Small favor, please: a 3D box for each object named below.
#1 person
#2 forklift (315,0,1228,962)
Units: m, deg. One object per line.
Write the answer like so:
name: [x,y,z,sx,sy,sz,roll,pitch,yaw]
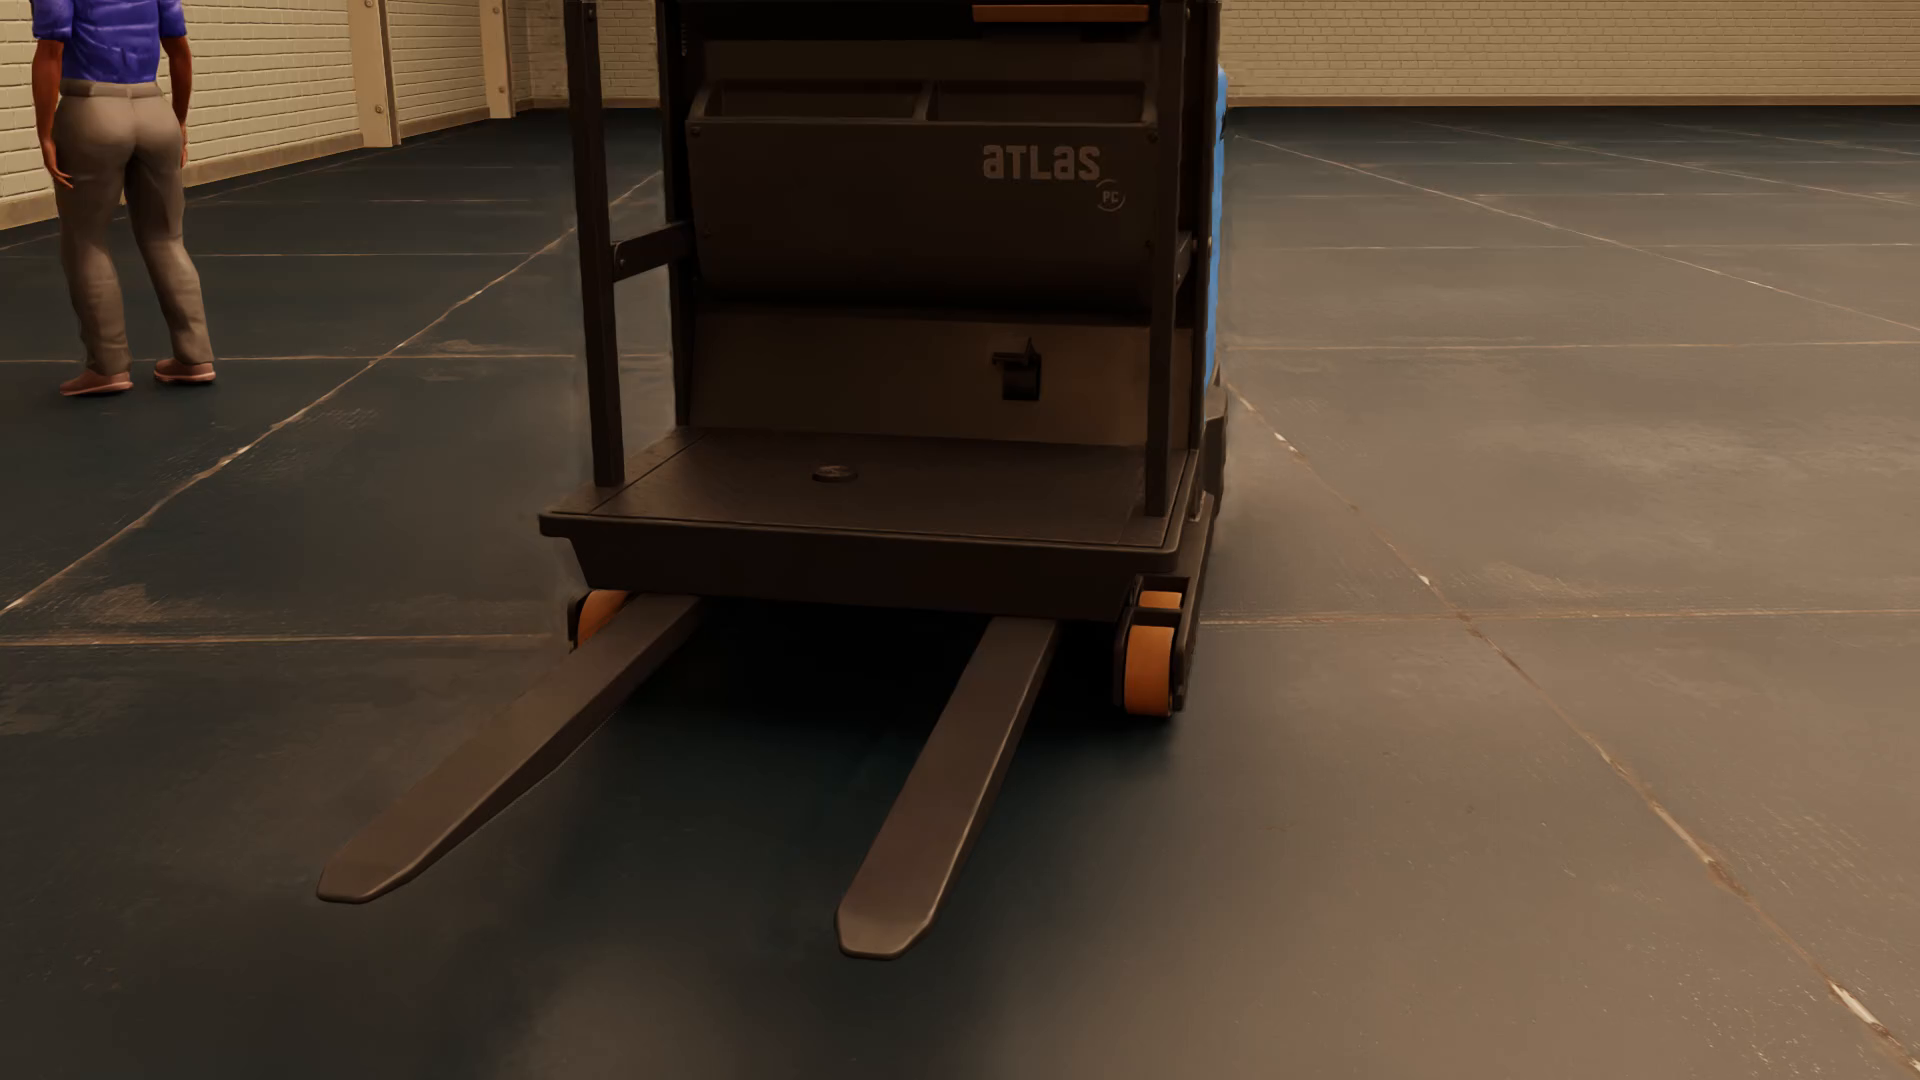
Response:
person: [-2.739,-1.289,5.350,0.434,1.677,0.532,11,20,33]
forklift: [-0.100,-1.207,2.852,1.130,2.935,3.031,3,17,11]
